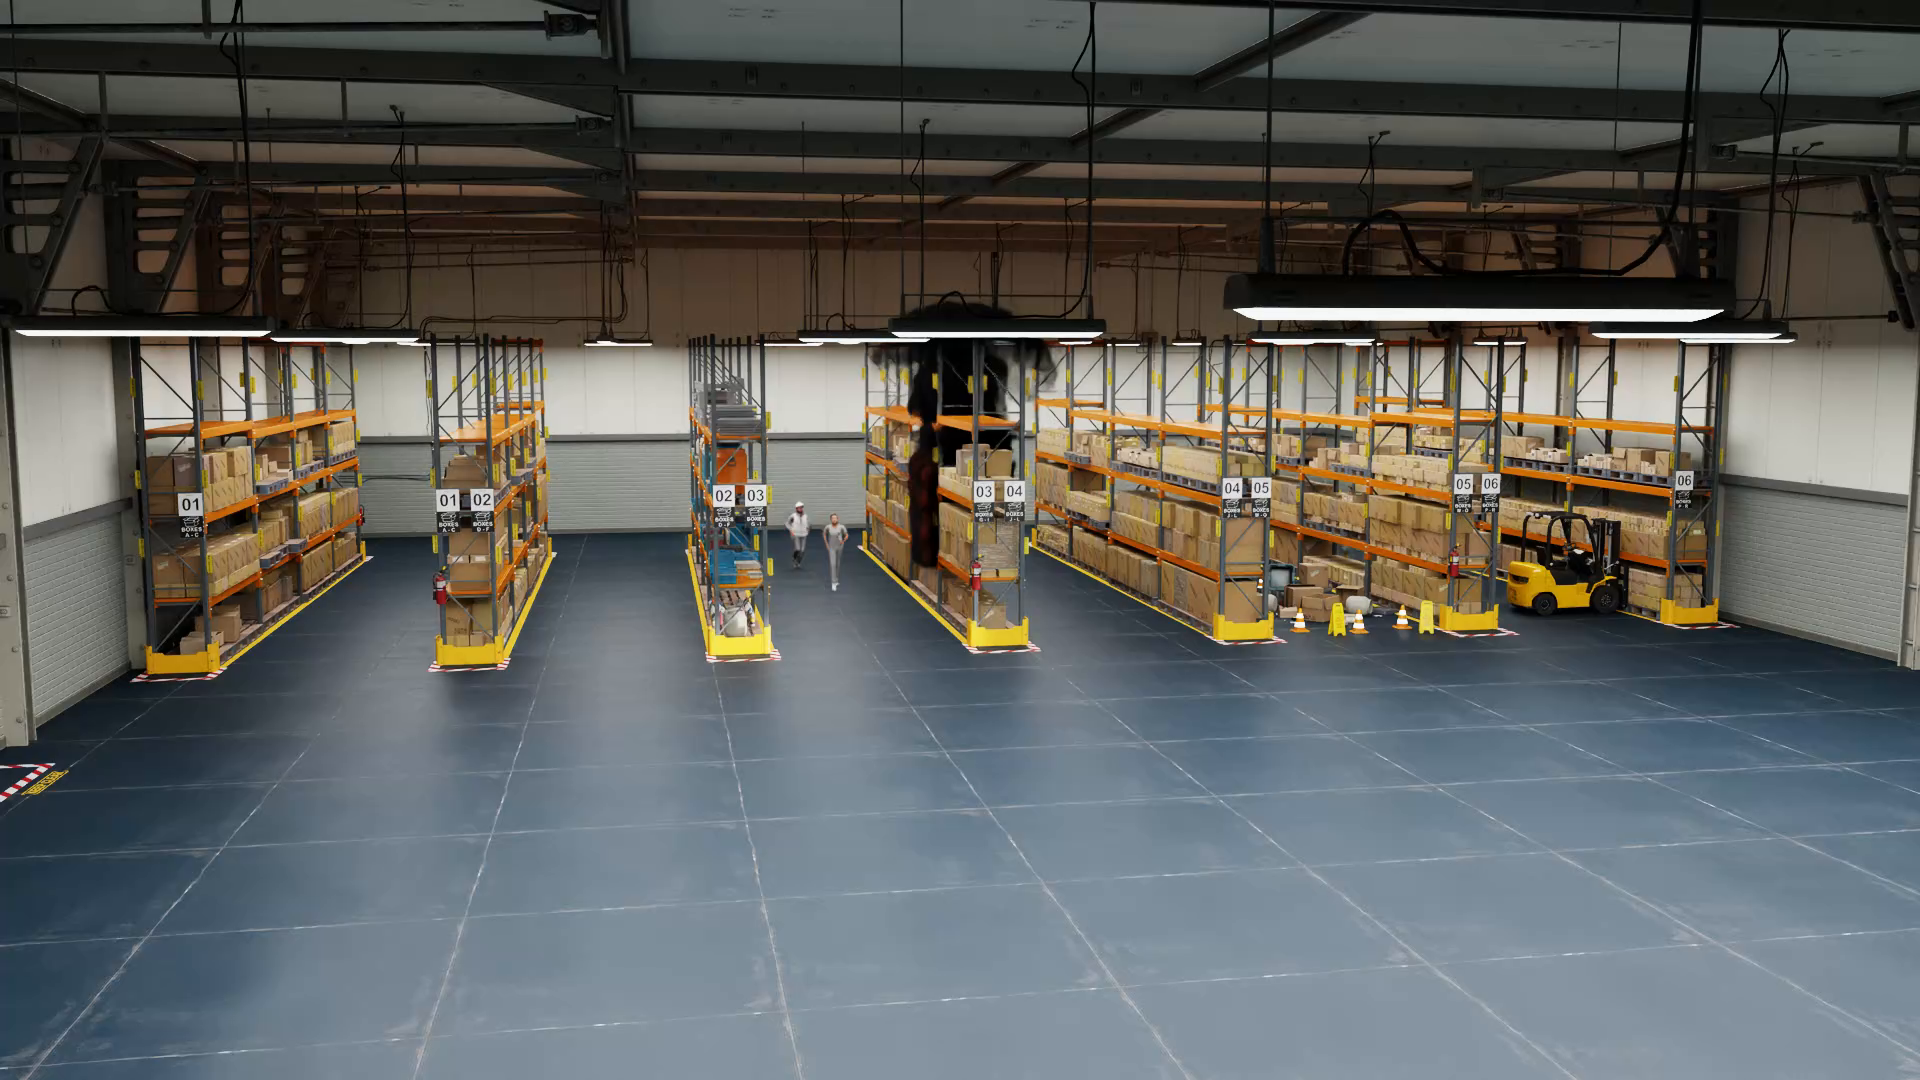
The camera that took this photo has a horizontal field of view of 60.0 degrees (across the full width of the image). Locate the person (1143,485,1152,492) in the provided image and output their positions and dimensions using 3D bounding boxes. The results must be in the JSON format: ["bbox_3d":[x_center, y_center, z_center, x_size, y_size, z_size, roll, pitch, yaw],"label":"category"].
[{"bbox_3d":[5.655,-0.937,50.643,0.595,1.742,0.657,-1,7,-11],"label":"person"}]

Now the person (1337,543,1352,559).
[{"bbox_3d":[10.424,-0.273,44.805,0.756,1.730,0.543,-1,7,-10],"label":"person"}]

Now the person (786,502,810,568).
[{"bbox_3d":[-4.183,-0.122,43.419,0.633,1.729,0.628,-3,7,-24],"label":"person"}]

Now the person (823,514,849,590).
[{"bbox_3d":[-2.848,0.248,38.149,0.582,1.738,0.730,-1,7,-9],"label":"person"}]
